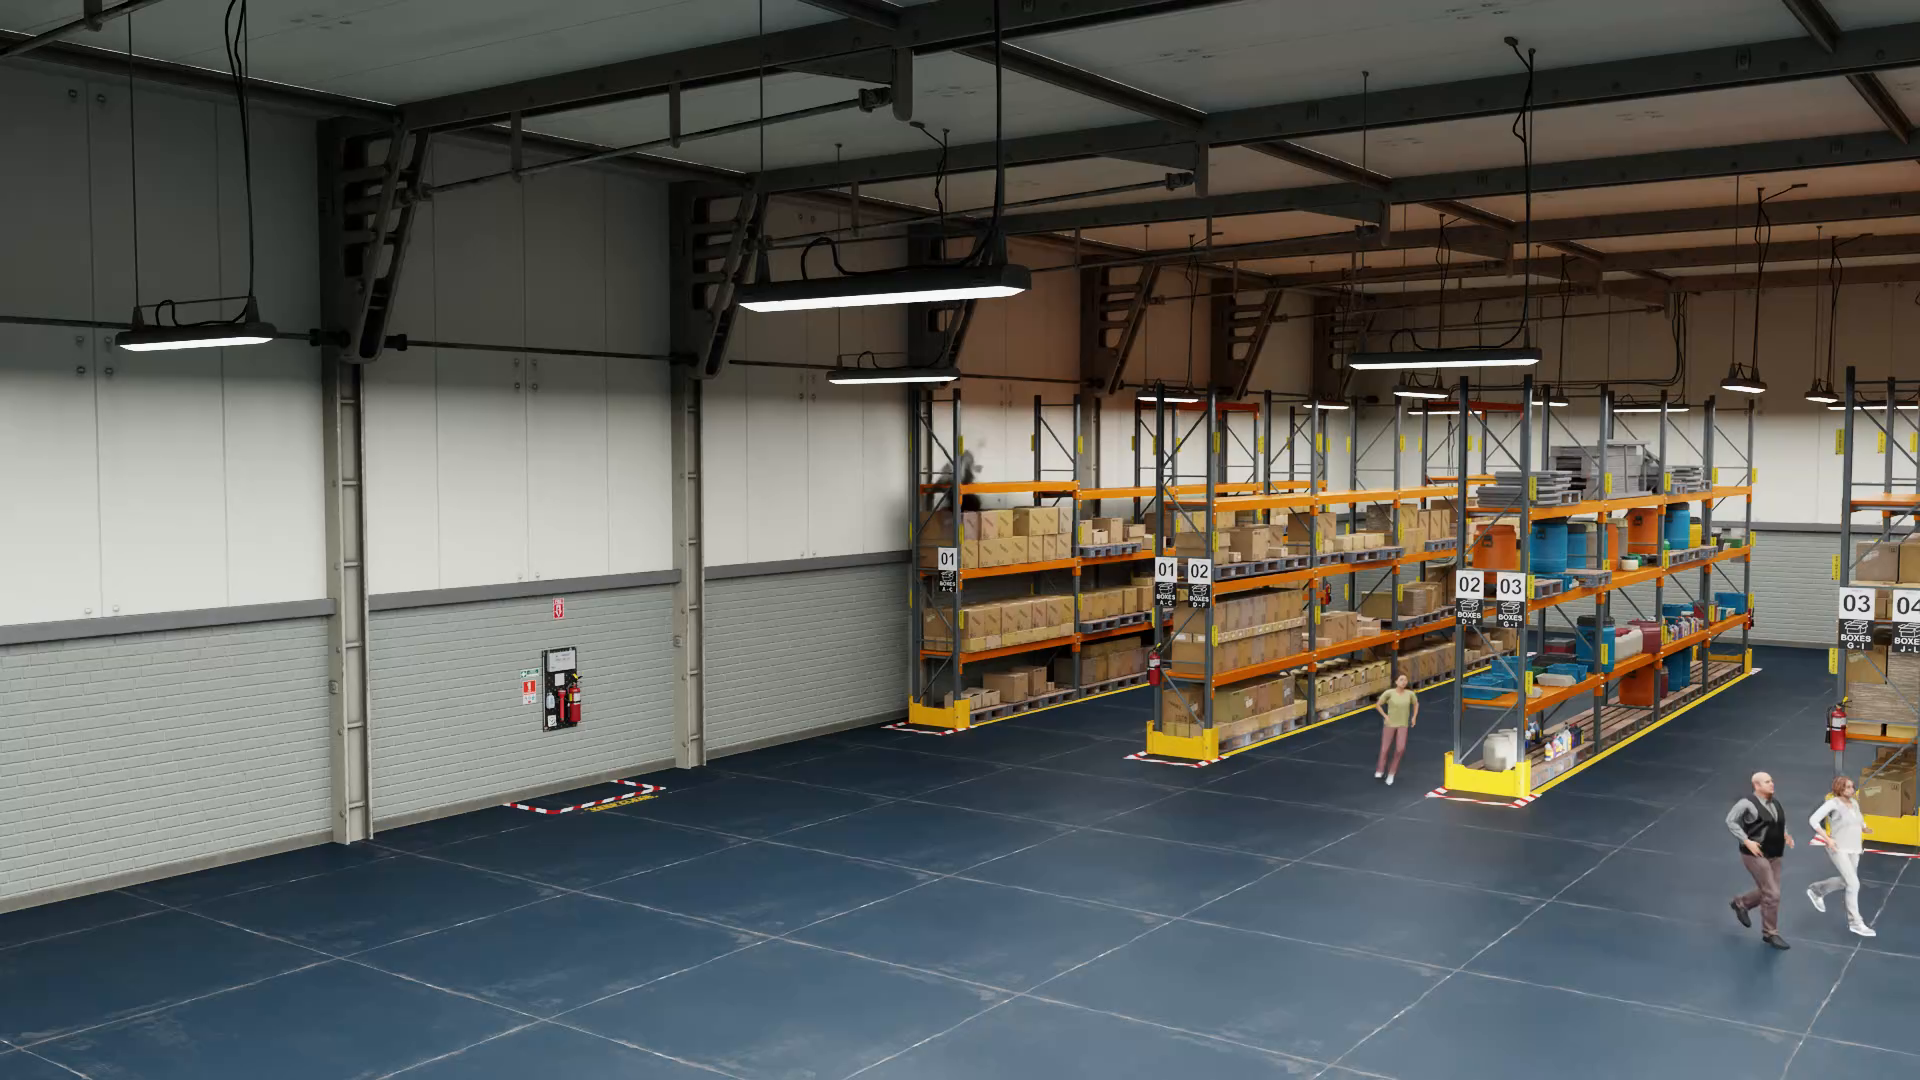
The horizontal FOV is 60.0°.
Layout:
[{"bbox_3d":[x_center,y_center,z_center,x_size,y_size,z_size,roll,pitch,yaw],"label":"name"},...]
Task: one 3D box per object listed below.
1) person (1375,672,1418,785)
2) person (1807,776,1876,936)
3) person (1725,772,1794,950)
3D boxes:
[{"bbox_3d":[6.490,2.780,24.674,0.637,1.660,0.666,1,3,9],"label":"person"},{"bbox_3d":[9.104,3.218,17.186,0.545,1.575,0.864,-1,4,-24],"label":"person"},{"bbox_3d":[8.055,3.191,16.778,0.669,1.716,0.767,-2,4,-26],"label":"person"}]
